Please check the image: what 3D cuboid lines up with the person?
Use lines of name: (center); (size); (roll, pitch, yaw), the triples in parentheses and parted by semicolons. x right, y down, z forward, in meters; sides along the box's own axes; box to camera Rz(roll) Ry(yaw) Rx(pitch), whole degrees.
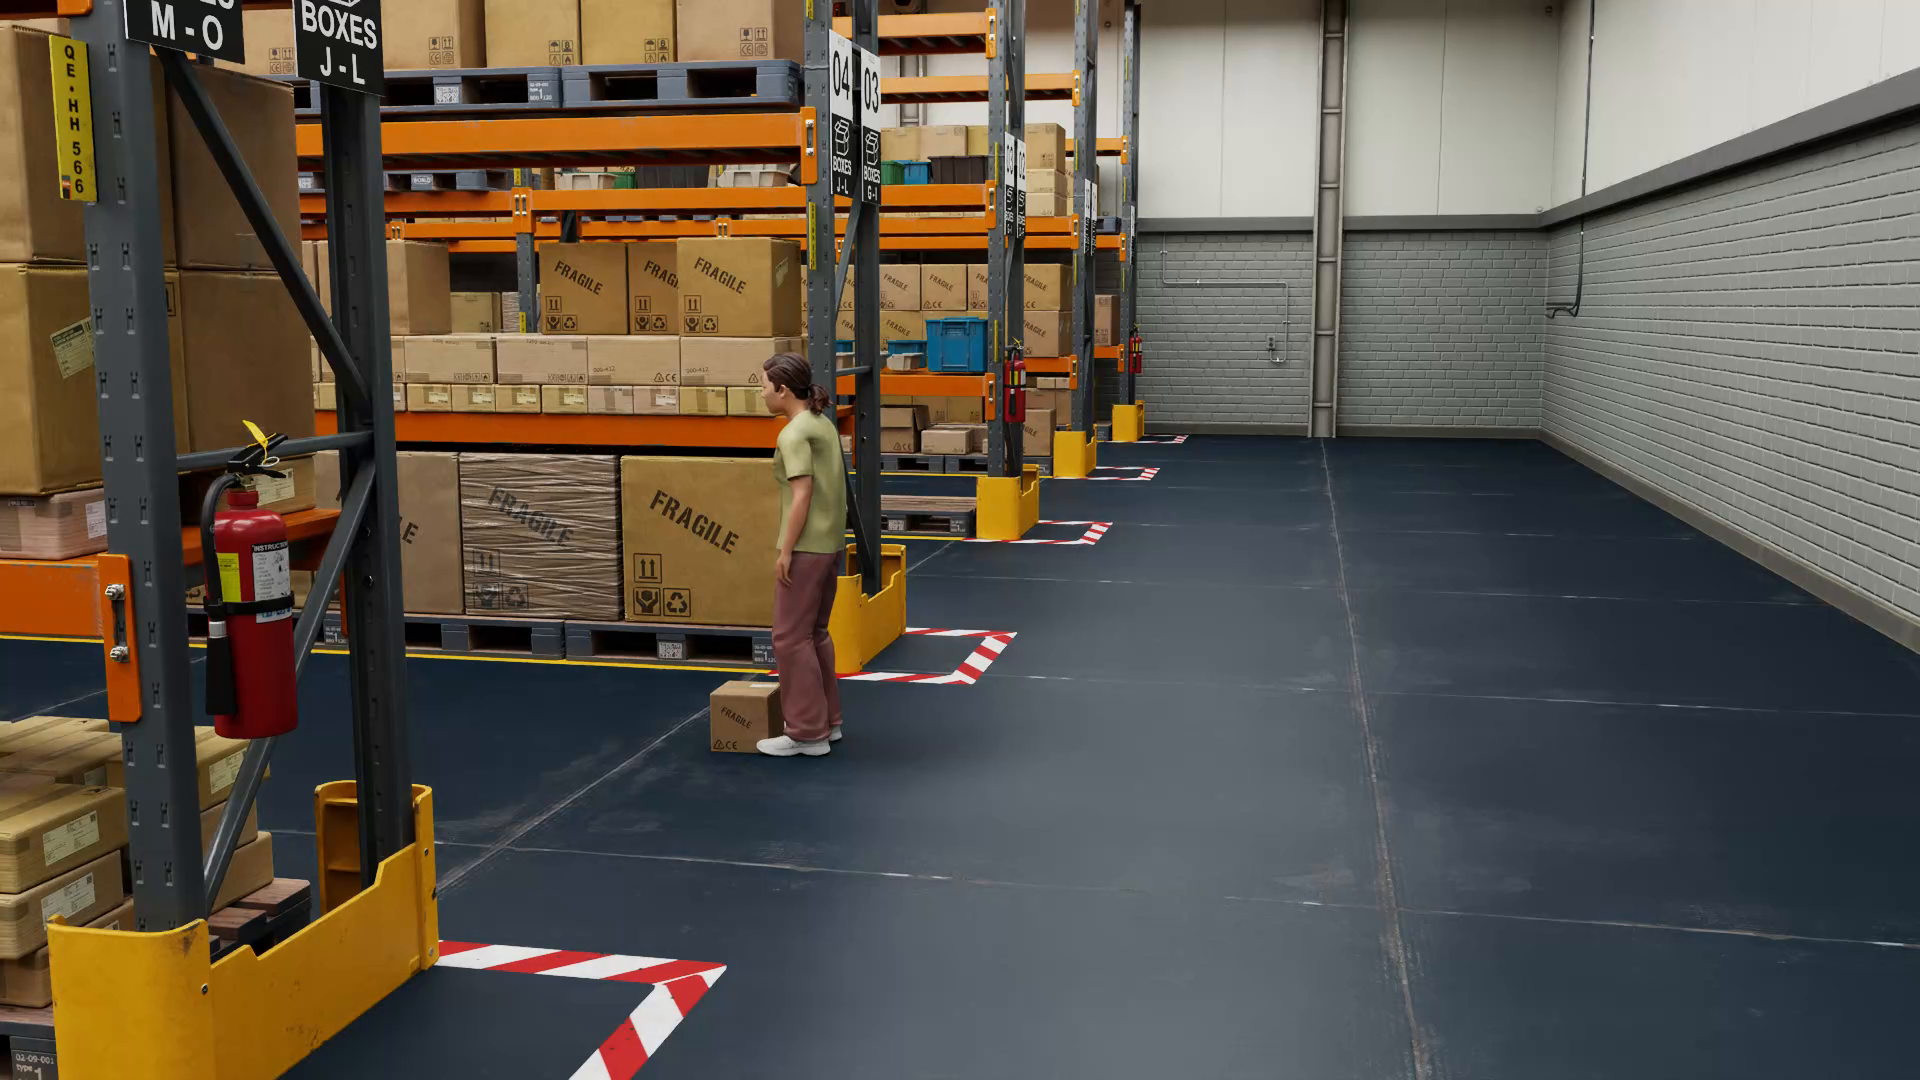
person: (-0.659, 0.053, 6.943); (0.358, 1.673, 0.499); (2, 8, 12)
